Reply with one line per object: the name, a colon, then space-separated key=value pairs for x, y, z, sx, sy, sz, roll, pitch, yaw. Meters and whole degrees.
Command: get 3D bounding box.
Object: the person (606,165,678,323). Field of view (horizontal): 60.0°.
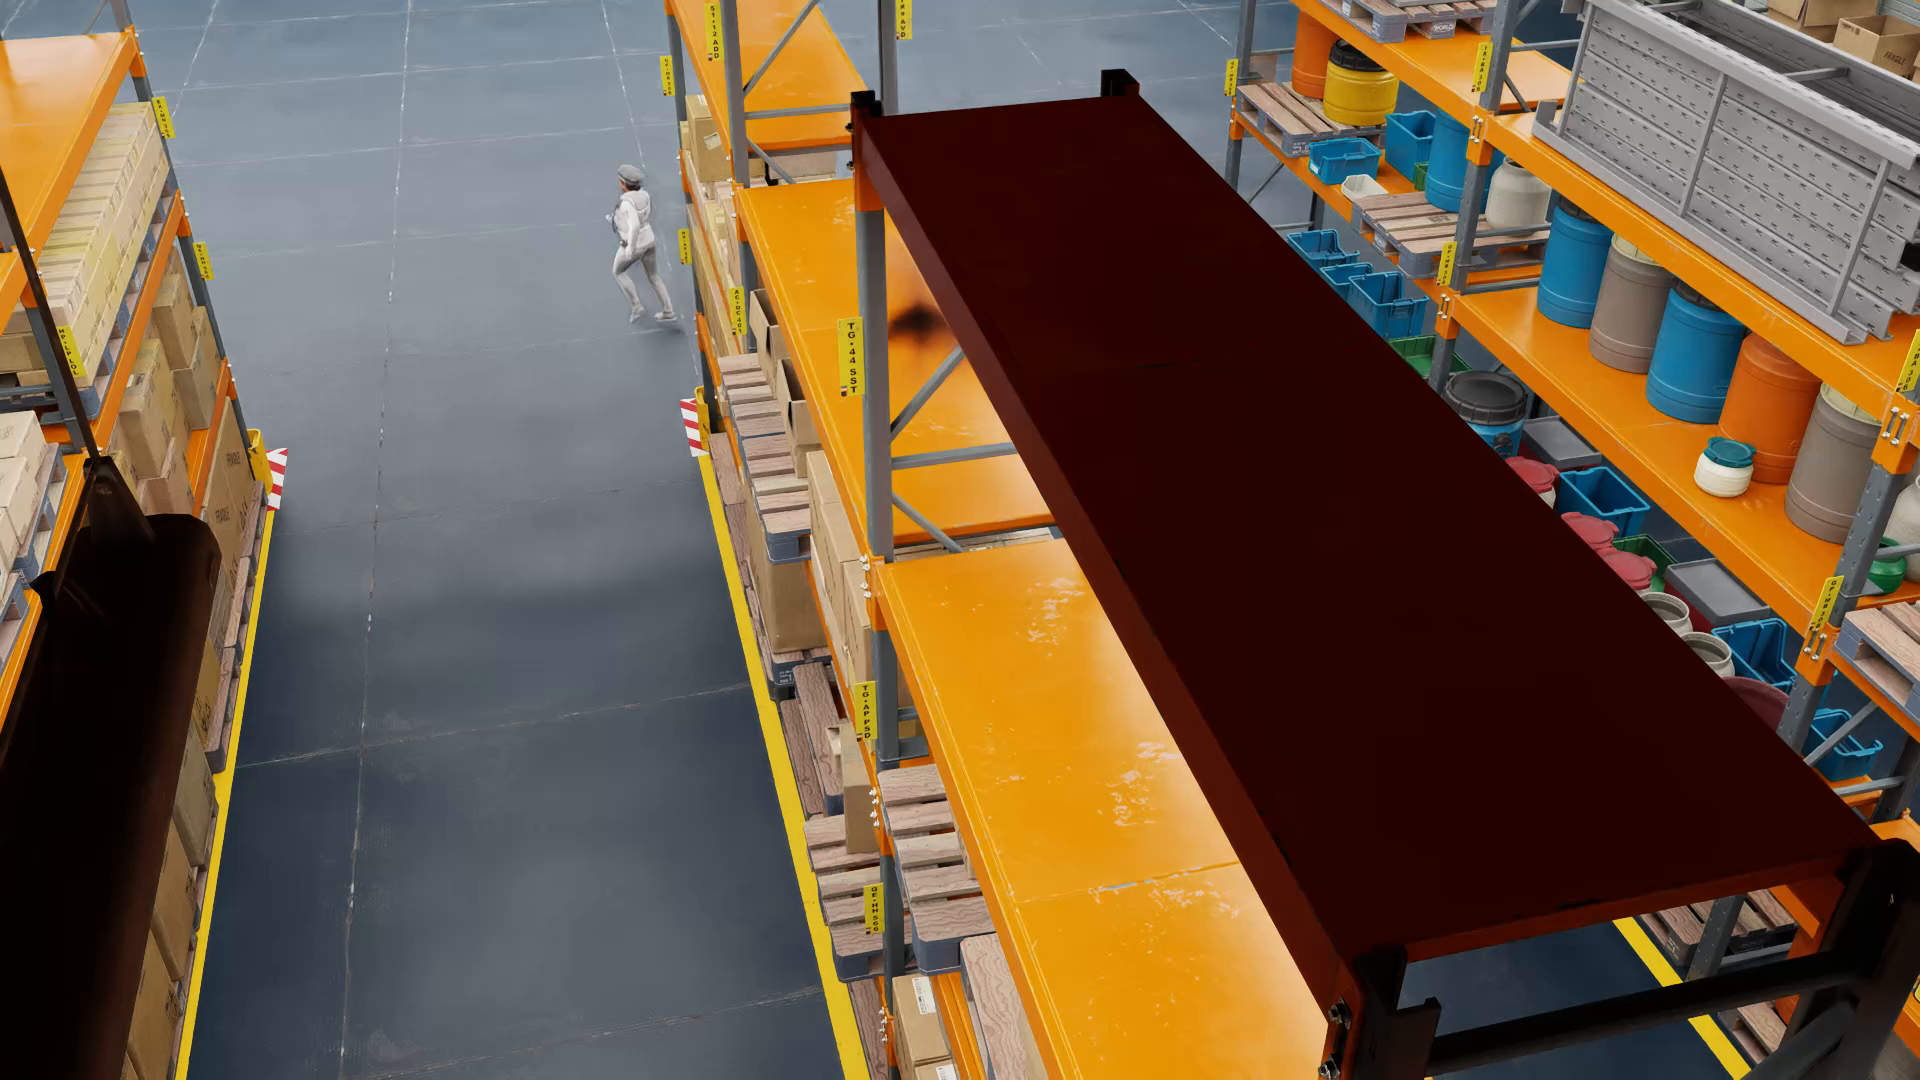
person: x=-3.299 y=-2.983 z=16.968 sx=0.785 sy=1.710 sz=0.573 roll=19 pitch=39 yaw=25
